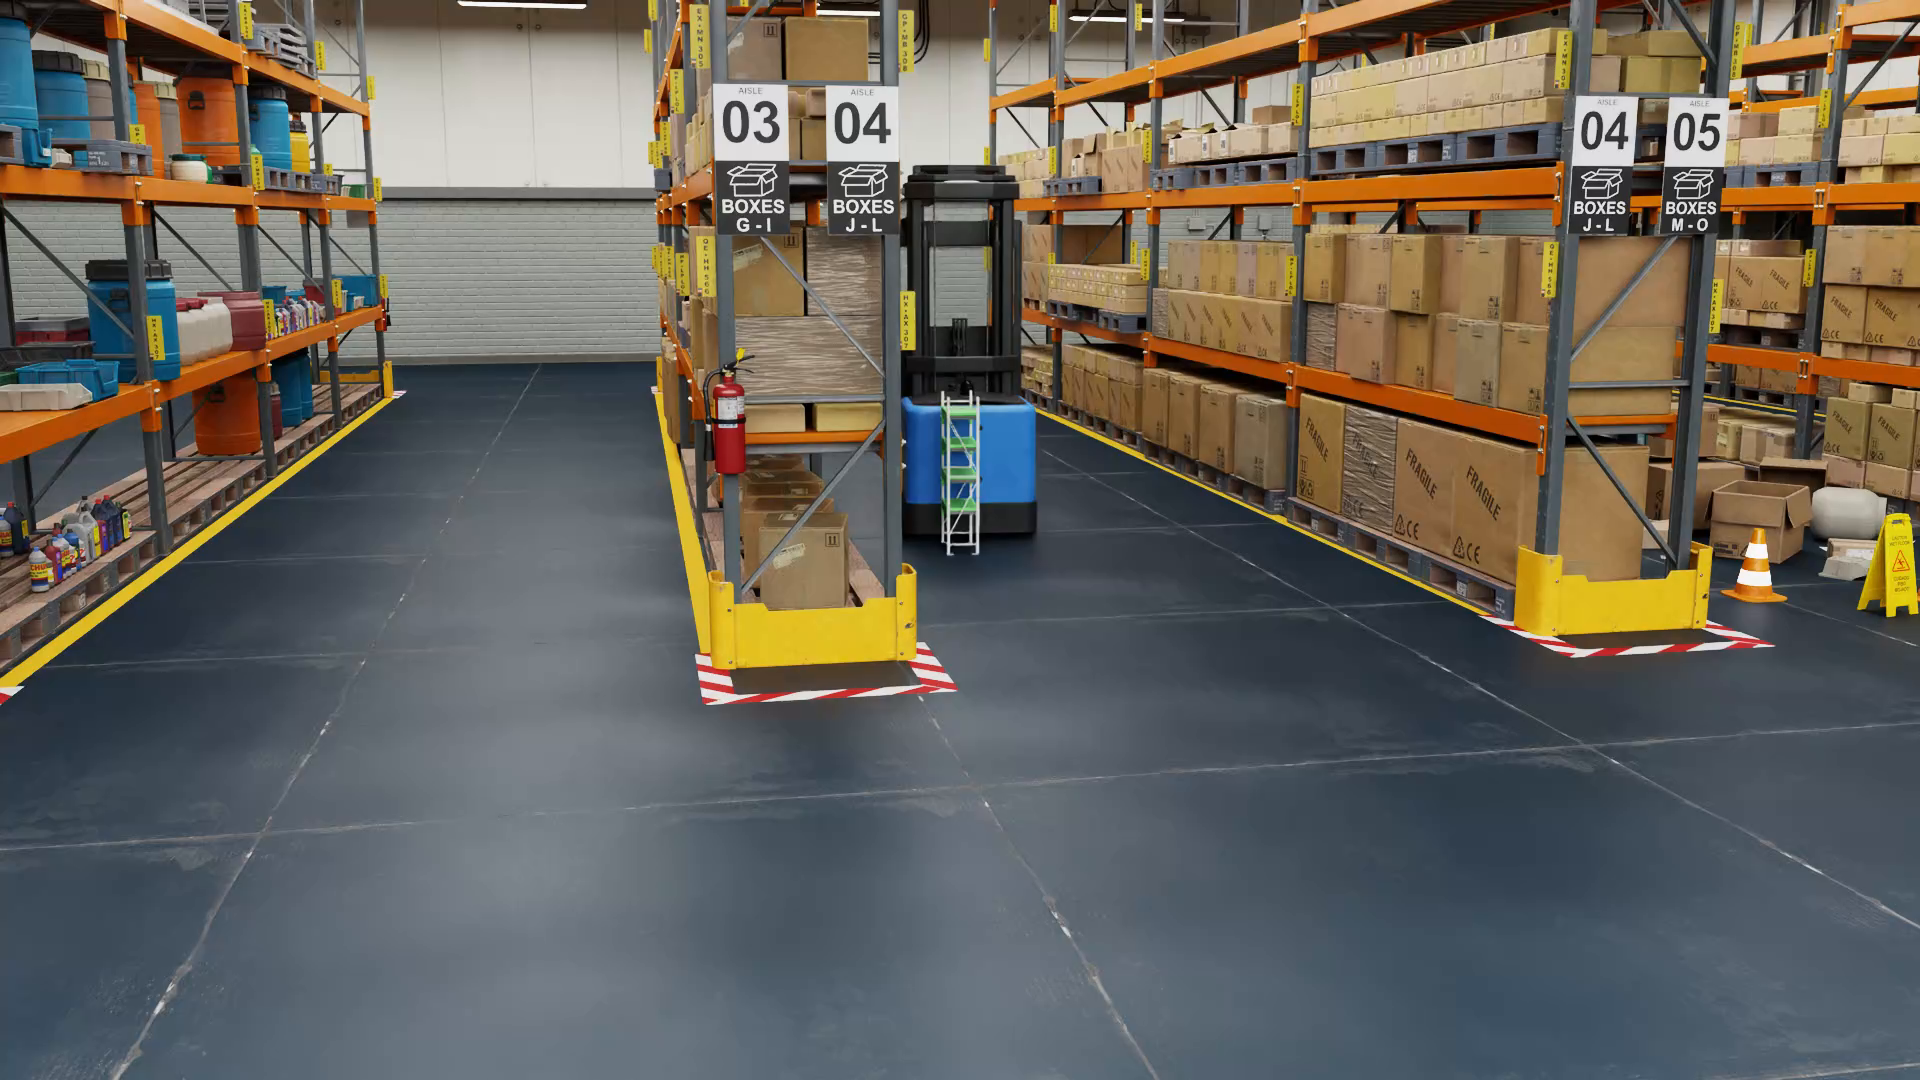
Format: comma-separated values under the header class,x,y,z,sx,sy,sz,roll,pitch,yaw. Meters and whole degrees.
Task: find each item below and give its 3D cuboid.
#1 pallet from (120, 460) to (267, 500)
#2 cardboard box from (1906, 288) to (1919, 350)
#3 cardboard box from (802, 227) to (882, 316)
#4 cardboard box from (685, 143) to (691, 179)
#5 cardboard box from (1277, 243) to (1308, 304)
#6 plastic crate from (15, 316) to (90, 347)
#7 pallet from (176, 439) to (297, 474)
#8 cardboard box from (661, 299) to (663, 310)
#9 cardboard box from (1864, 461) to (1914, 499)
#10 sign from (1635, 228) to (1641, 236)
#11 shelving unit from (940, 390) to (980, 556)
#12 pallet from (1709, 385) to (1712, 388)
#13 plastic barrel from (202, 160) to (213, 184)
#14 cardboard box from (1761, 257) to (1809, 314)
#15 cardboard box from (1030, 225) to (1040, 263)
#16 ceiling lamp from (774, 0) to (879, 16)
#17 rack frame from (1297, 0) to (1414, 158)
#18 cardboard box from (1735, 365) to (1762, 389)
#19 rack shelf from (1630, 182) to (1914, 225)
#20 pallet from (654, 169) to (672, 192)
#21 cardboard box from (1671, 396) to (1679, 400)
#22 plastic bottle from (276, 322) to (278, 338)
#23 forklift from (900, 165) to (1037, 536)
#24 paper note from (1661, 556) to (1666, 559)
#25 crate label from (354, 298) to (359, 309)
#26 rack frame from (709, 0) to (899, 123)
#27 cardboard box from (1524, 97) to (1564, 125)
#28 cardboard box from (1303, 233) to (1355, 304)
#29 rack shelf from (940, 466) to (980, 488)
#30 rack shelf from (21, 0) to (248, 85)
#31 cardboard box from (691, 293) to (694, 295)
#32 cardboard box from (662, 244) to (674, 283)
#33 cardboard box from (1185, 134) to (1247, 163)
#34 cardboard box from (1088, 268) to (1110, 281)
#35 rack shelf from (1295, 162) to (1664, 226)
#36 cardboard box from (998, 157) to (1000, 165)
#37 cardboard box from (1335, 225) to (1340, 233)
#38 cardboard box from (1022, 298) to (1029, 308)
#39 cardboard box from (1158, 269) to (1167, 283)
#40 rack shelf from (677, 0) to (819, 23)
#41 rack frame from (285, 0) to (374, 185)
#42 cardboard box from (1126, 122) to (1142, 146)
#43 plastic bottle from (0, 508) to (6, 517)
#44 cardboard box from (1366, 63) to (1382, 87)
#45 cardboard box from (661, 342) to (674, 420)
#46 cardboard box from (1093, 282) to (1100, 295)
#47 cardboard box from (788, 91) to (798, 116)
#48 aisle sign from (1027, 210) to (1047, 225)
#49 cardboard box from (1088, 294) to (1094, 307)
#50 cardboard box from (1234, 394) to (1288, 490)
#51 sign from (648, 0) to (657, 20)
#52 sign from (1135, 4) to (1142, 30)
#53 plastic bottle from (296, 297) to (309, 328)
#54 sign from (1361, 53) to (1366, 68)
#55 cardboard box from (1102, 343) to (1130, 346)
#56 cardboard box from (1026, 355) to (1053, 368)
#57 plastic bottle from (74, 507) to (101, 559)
class,x,y,z,sx,sy,sz,roll,pitch,yaw
pallet,-7.134,-0.555,15.548,1.003,0.211,1.213,-2,11,-11
cardboard box,8.128,-1.796,13.546,0.500,0.500,0.500,-2,11,-11
cardboard box,-0.672,-1.578,9.730,0.500,0.500,0.500,-2,11,-11
cardboard box,-1.774,-2.823,12.384,0.500,0.250,0.500,-3,11,-13
cardboard box,3.172,-2.308,14.357,0.700,0.500,0.500,-2,11,-12
plastic crate,-6.863,-1.444,12.588,0.402,0.464,0.583,-2,11,-11
pallet,-7.441,-0.842,17.053,1.003,0.211,1.213,-2,11,-11
cardboard box,-3.899,-3.233,22.832,0.380,0.149,0.250,-2,11,-12
cardboard box,8.075,-0.515,14.111,0.500,0.250,0.500,-1,11,-8
sign,11.193,-4.998,27.490,0.100,0.325,0.005,-2,11,-11
shelving unit,0.000,-0.518,12.709,0.258,1.200,0.503,-1,11,-6
pallet,11.049,-2.504,25.788,1.003,0.211,1.213,-2,11,-11
plastic barrel,-7.149,-3.422,15.547,0.294,0.245,0.294,0,11,0
cardboard box,7.795,-2.353,15.351,0.500,0.500,0.500,-2,11,-12
cardboard box,1.256,-4.001,22.460,0.500,0.500,0.500,-2,11,-13
ceiling lamp,-1.979,-10.115,26.660,2.000,3.185,0.800,-2,11,-11
rack frame,3.274,-4.624,13.422,1.000,3.000,0.127,-2,11,-11
cardboard box,11.296,-2.405,23.372,0.500,0.500,0.500,-2,11,-9
rack shelf,7.721,-3.362,16.740,1.077,0.370,4.000,-2,11,-11
pallet,-2.566,-3.745,17.335,1.213,0.211,1.003,-2,11,-8
cardboard box,7.432,-1.420,18.541,0.950,0.372,0.625,-3,11,-15
plastic bottle,-7.125,-2.193,17.229,0.097,0.201,0.097,0,11,0
forklift,-0.049,-1.702,14.299,1.130,2.935,3.031,-1,11,-6
paper note,5.283,0.129,12.492,0.032,0.001,0.123,4,11,18
crate label,-8.346,-3.189,22.472,0.396,0.136,0.243,-2,11,-11
rack frame,-0.832,-3.728,8.717,1.000,3.000,0.127,-2,11,-11
cardboard box,3.655,-2.597,10.078,0.380,0.149,0.250,-2,11,-11
cardboard box,3.313,-2.212,13.506,0.875,0.550,0.550,-2,11,-11
rack shelf,0.000,-0.455,12.721,0.258,0.148,0.480,-1,11,-6
rack shelf,-6.858,-4.099,13.657,1.077,0.370,4.000,-2,11,-11
cardboard box,-1.584,-1.625,12.650,0.875,0.500,0.500,-2,11,-11
cardboard box,-3.611,-3.589,21.633,0.500,0.500,0.500,-2,11,-10
cardboard box,2.519,-3.833,16.300,0.500,0.250,0.500,-2,11,-9
cardboard box,1.702,-3.096,19.397,0.380,0.149,0.250,-2,11,-8
rack shelf,3.663,-2.430,11.842,1.077,0.370,4.000,-2,11,-11
cardboard box,0.780,-5.651,24.840,0.380,0.149,0.250,-2,11,-11
cardboard box,5.812,-4.621,24.778,0.380,0.149,0.250,-2,11,-10
cardboard box,1.059,-3.348,23.438,0.380,0.149,0.250,-2,11,-10
cardboard box,2.447,-3.020,18.999,0.380,0.149,0.250,-3,11,-13
rack shelf,-1.221,-3.740,10.712,1.077,0.370,4.000,-2,11,-11
rack frame,-8.803,-6.483,23.189,1.000,3.000,0.127,-2,11,-11
cardboard box,2.049,-4.467,18.307,0.396,0.266,0.258,-2,11,-11
plastic bottle,-6.747,-0.080,11.703,0.152,0.276,0.135,-2,11,-9
cardboard box,3.212,-3.408,12.205,0.380,0.149,0.250,-2,11,-10
cardboard box,-2.848,-1.864,19.527,1.225,0.875,0.875,-3,11,-13
cardboard box,1.752,-2.902,19.174,0.380,0.149,0.250,-2,11,-11
cardboard box,-1.128,-2.468,9.456,0.380,0.149,0.250,-2,11,-13
aisle sign,1.221,-5.179,25.431,0.394,0.787,0.004,-2,11,-11
cardboard box,1.705,-2.802,19.446,0.380,0.149,0.250,-2,11,-9
cardboard box,3.066,-0.888,14.735,1.050,0.750,0.750,-2,11,-11
sign,-3.716,-6.450,20.096,0.100,0.325,0.005,-2,11,-11
sign,2.262,-6.649,21.140,0.100,0.325,0.005,-2,11,-11
plastic bottle,-7.489,-2.587,18.898,0.144,0.351,0.185,-2,11,-11
sign,6.311,-7.538,26.024,0.100,0.325,0.005,-2,11,-11
cardboard box,2.111,-2.363,21.147,0.500,0.250,0.500,-2,11,-13
cardboard box,1.133,-2.485,23.142,0.380,0.149,0.250,-3,11,-14
plastic bottle,-5.961,-0.047,11.331,0.144,0.351,0.185,-2,11,-11
